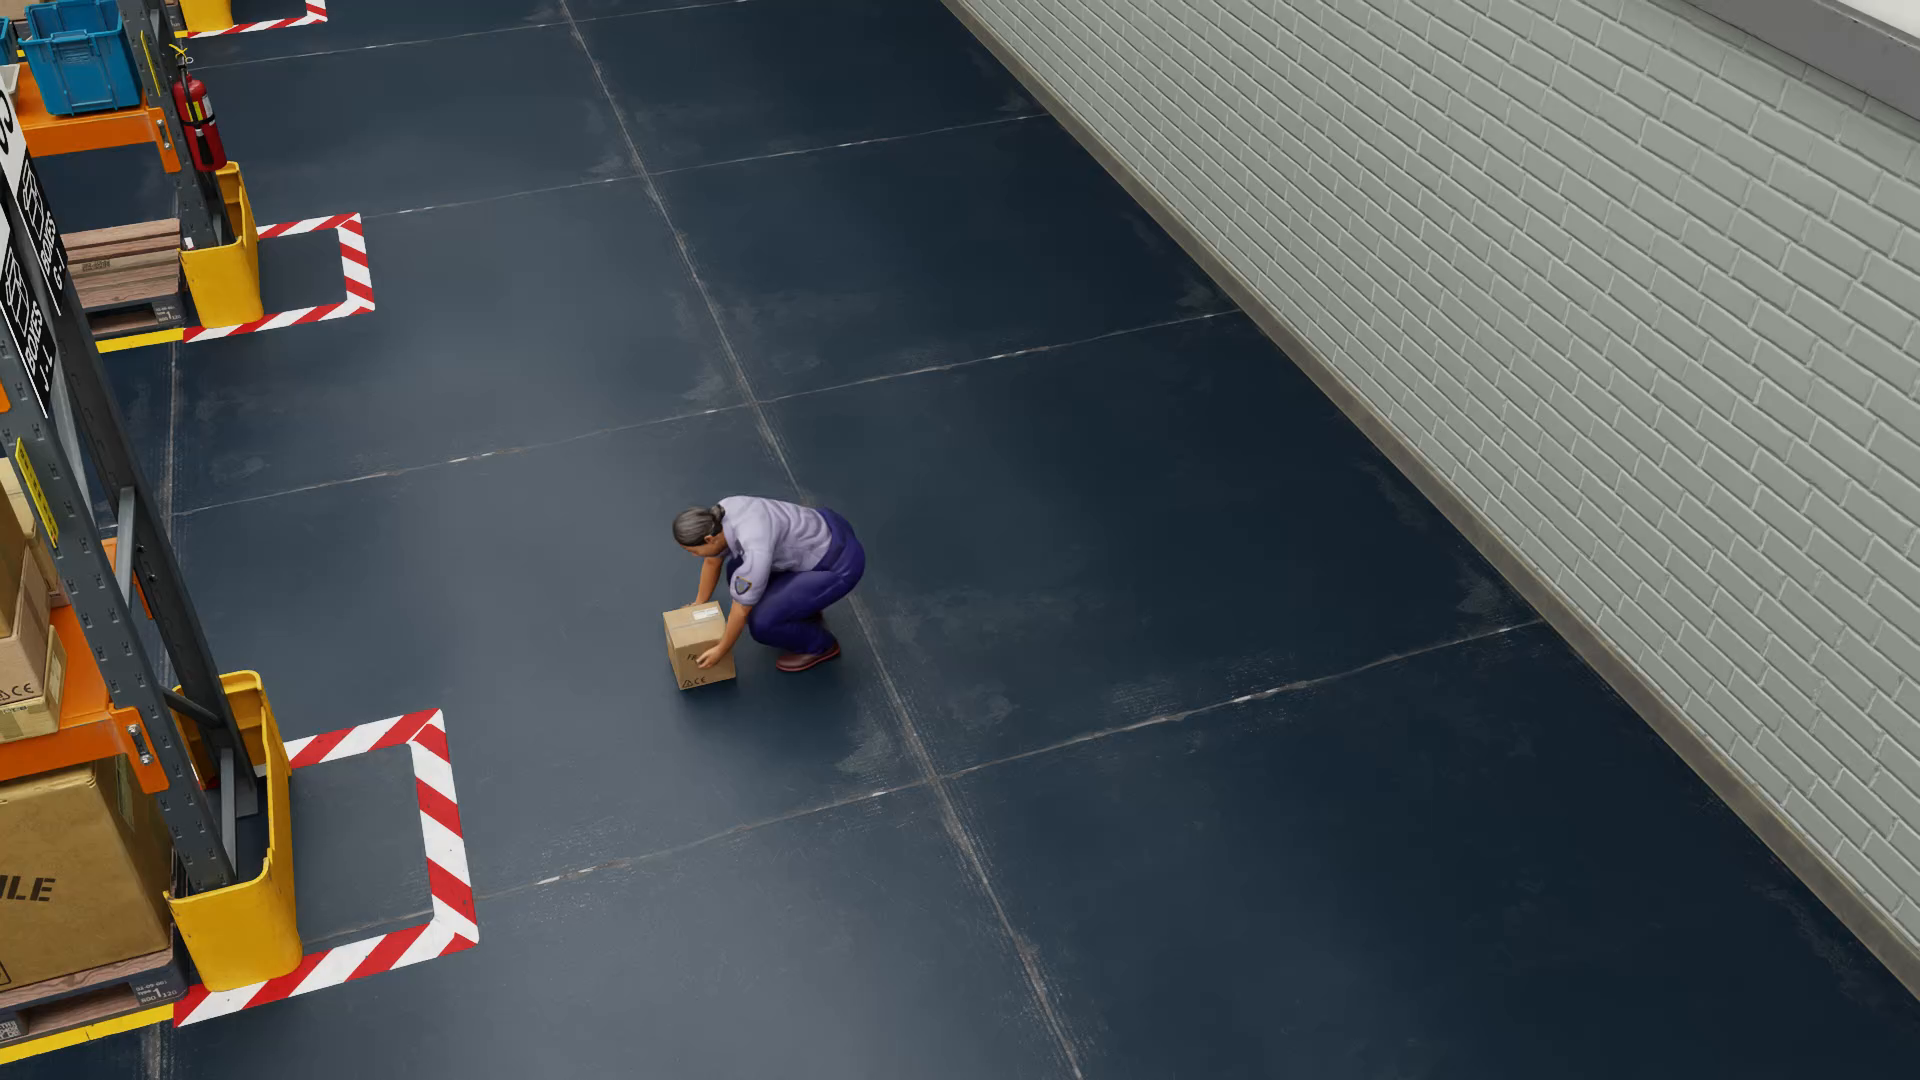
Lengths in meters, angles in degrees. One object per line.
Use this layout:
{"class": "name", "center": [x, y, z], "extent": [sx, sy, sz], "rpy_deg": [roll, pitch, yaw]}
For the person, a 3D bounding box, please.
{"class": "person", "center": [-0.822, 0.140, 7.228], "extent": [0.822, 0.902, 0.526], "rpy_deg": [-13, 40, -16]}
